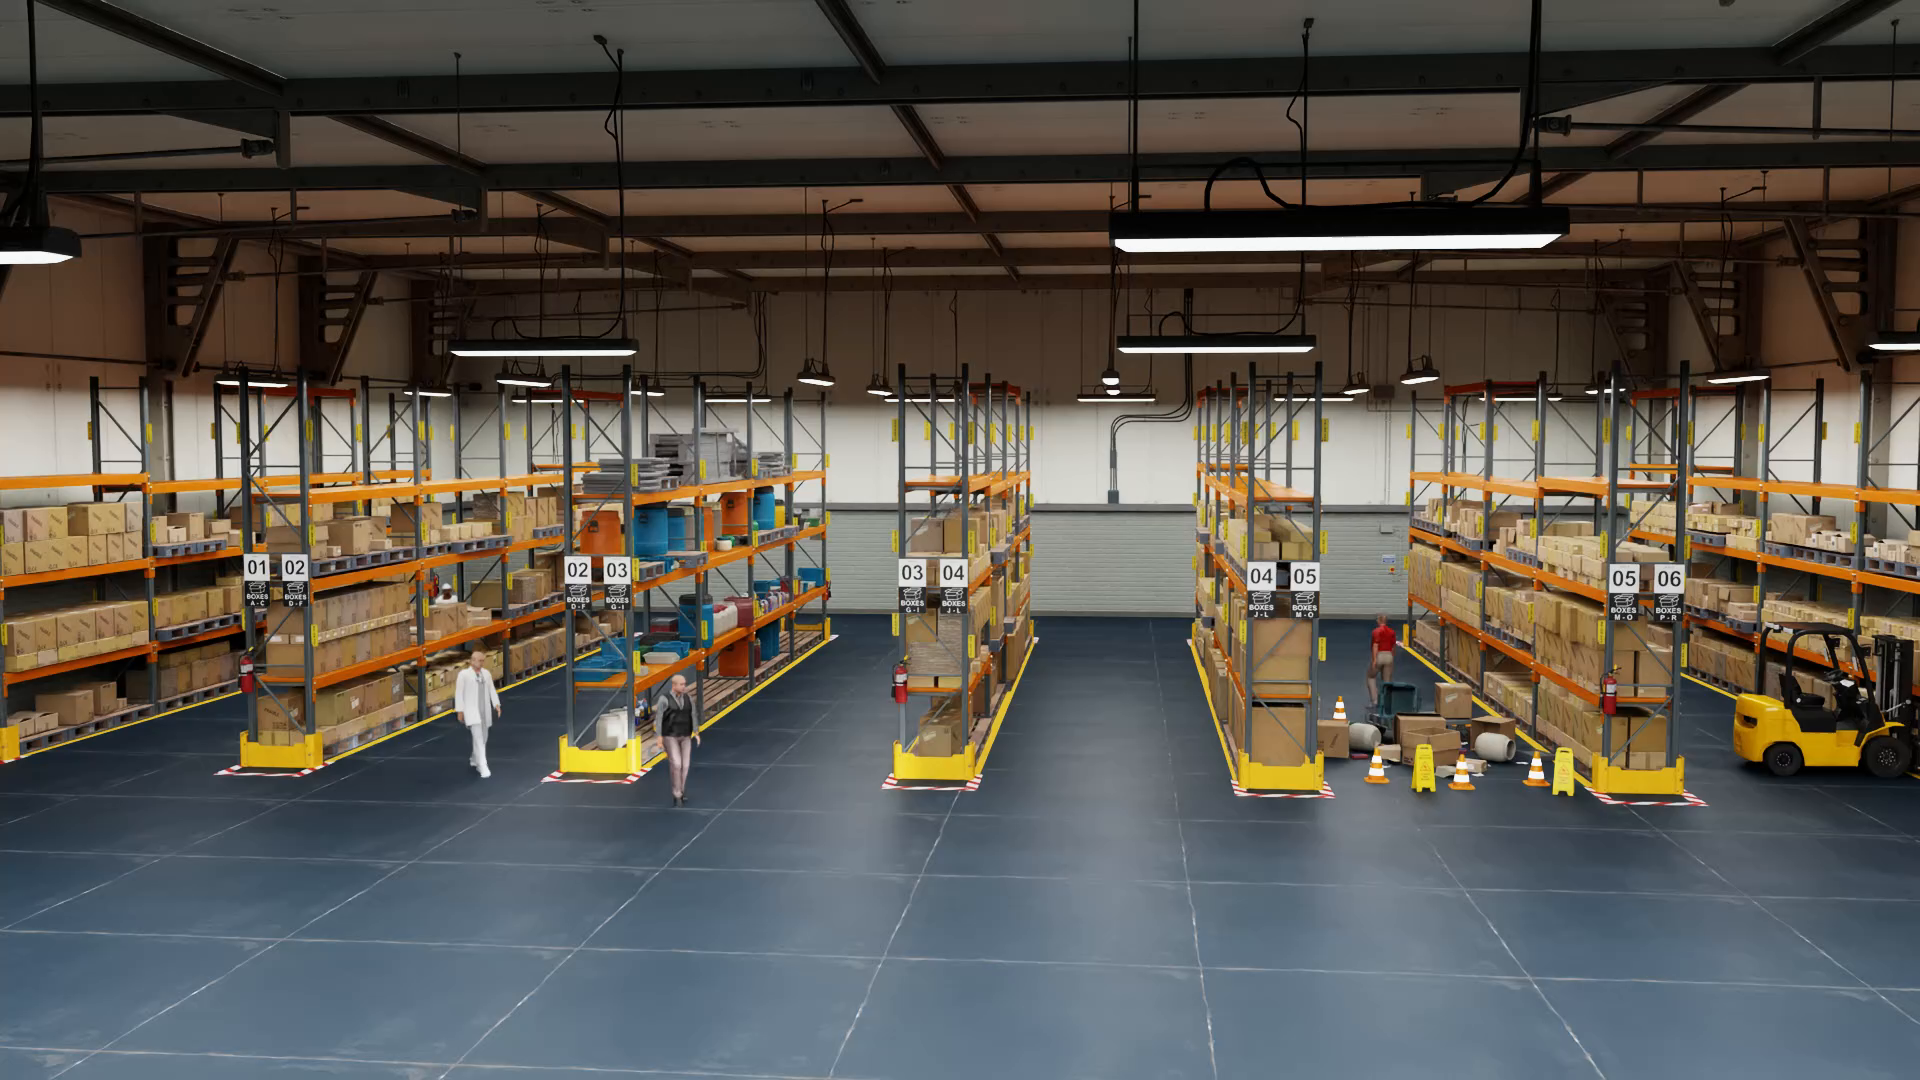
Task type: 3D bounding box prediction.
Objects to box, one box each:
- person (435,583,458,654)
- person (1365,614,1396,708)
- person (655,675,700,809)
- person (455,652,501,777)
[{"bbox_3d":[-11.222,1.801,36.354,0.696,1.708,1.085,0,4,6],"label":"person"},{"bbox_3d":[7.667,2.217,30.111,0.535,1.739,0.563,0,4,-7],"label":"person"},{"bbox_3d":[-3.776,2.722,22.501,0.565,1.769,0.599,-3,5,-39],"label":"person"},{"bbox_3d":[-7.068,2.560,24.586,0.859,1.794,0.603,3,5,41],"label":"person"}]
